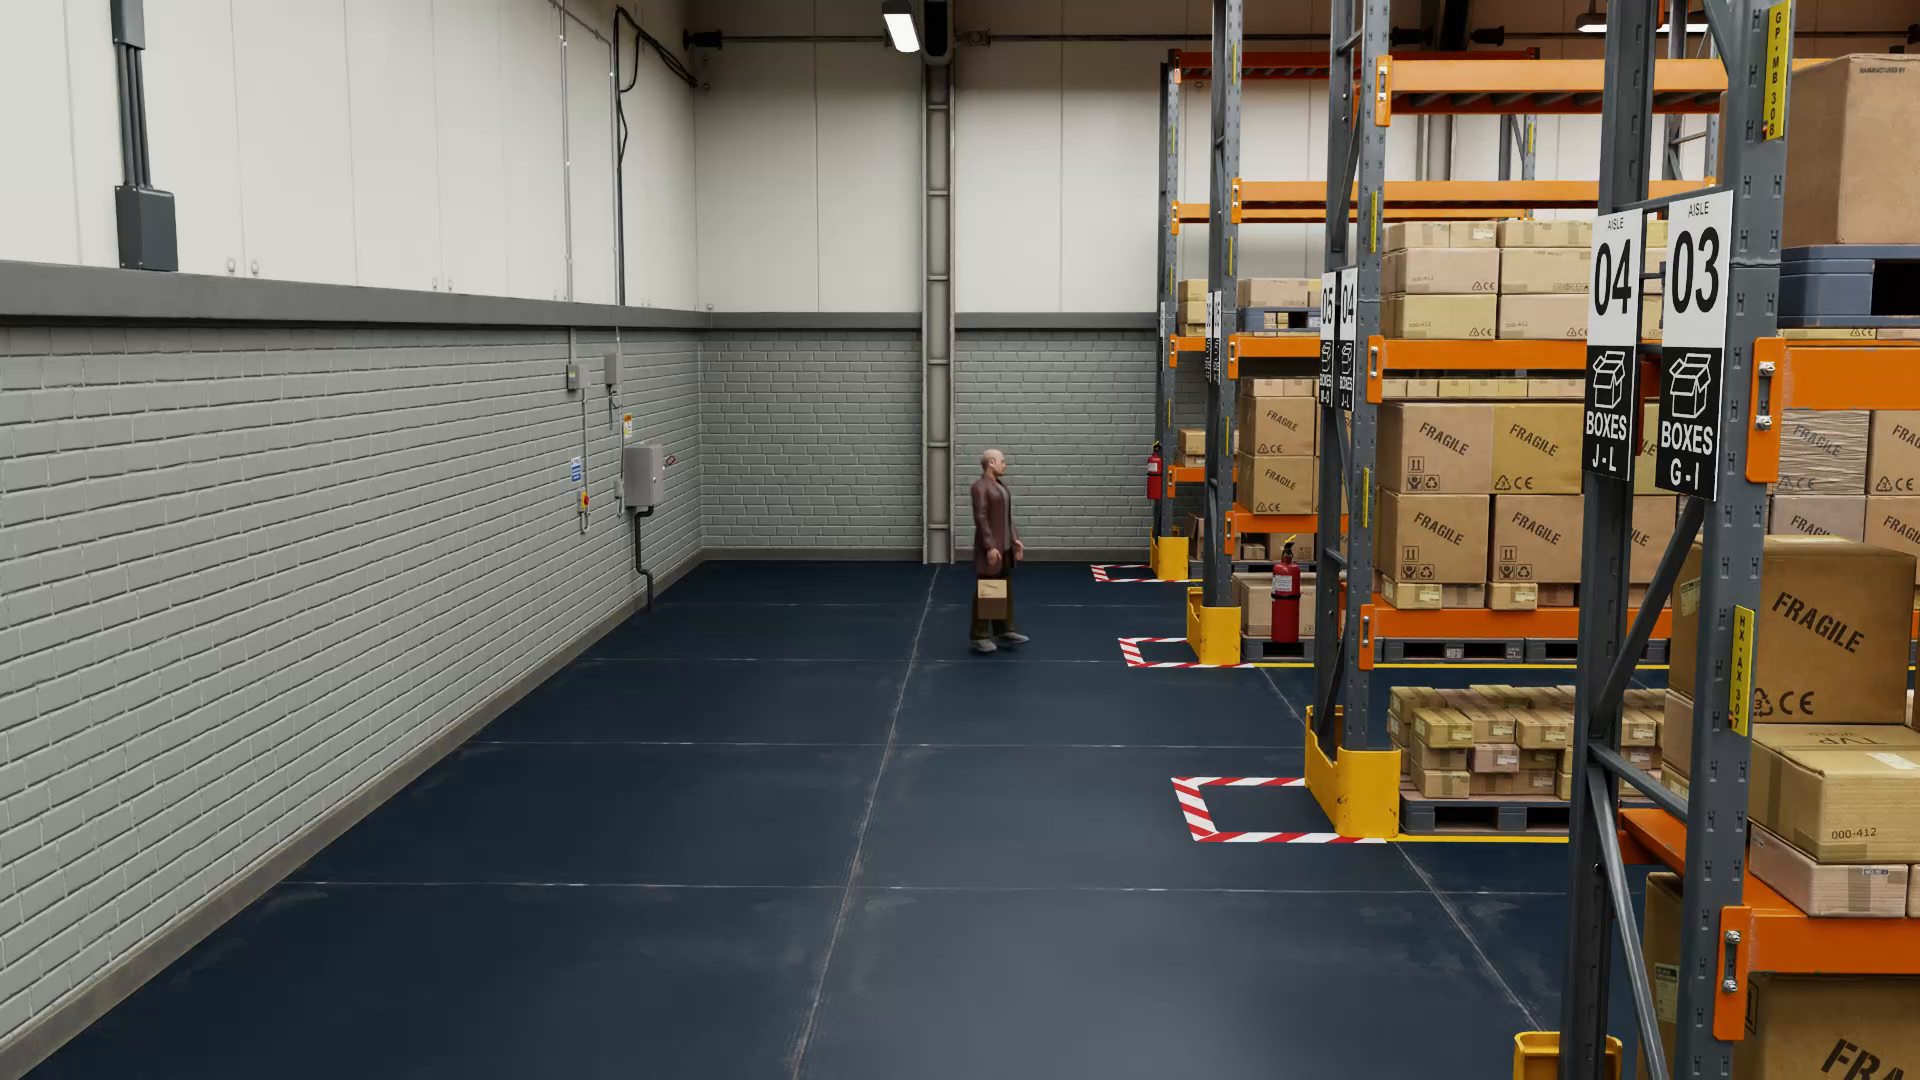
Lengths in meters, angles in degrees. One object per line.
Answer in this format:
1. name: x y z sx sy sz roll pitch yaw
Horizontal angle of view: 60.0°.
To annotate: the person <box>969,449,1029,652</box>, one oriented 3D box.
1. person: 0.353 0.085 14.912 0.480 1.788 0.618 4 8 26
